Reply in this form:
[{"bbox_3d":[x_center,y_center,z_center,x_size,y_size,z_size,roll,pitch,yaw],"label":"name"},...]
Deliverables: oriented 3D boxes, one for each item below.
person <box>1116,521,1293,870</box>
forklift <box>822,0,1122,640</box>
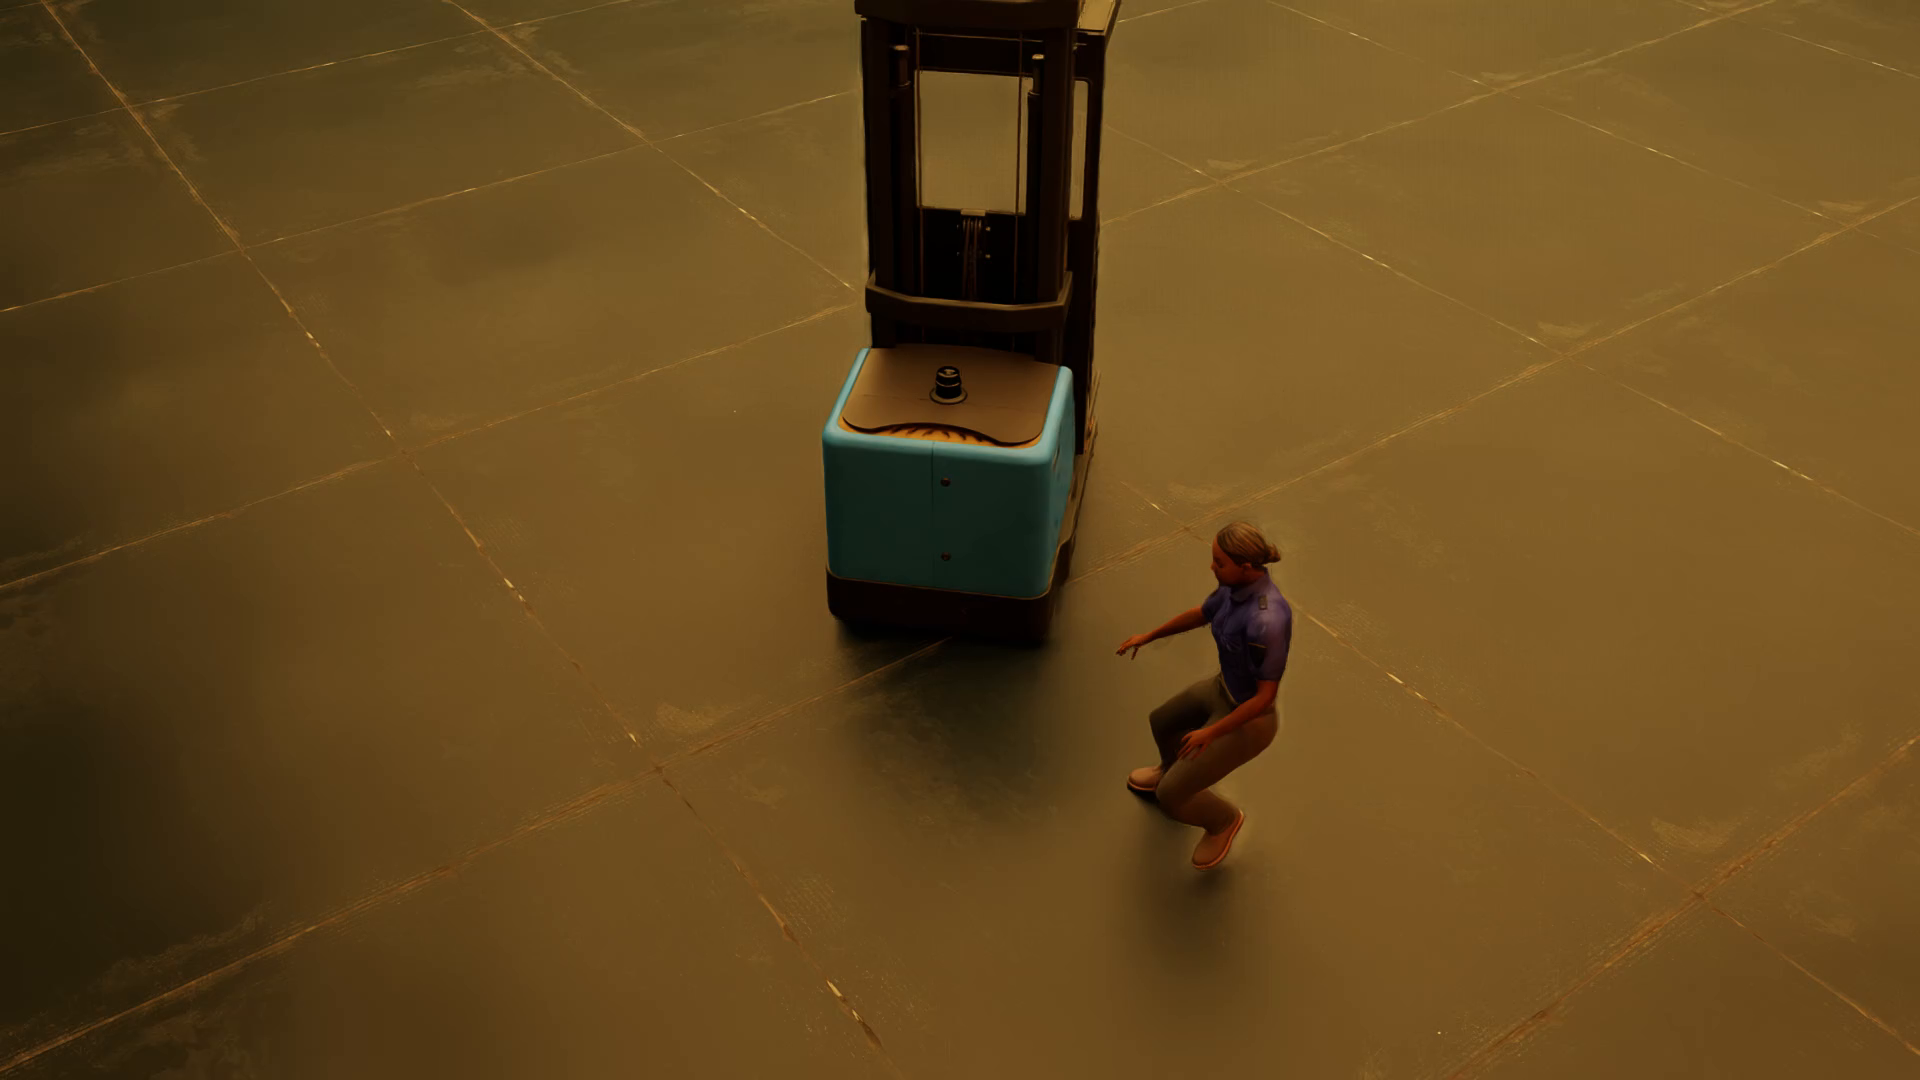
[{"bbox_3d":[0.918,0.587,6.328,0.565,1.522,0.718,-2,37,-3],"label":"person"},{"bbox_3d":[0.148,-1.590,8.095,1.130,2.935,3.031,6,37,8],"label":"forklift"}]
